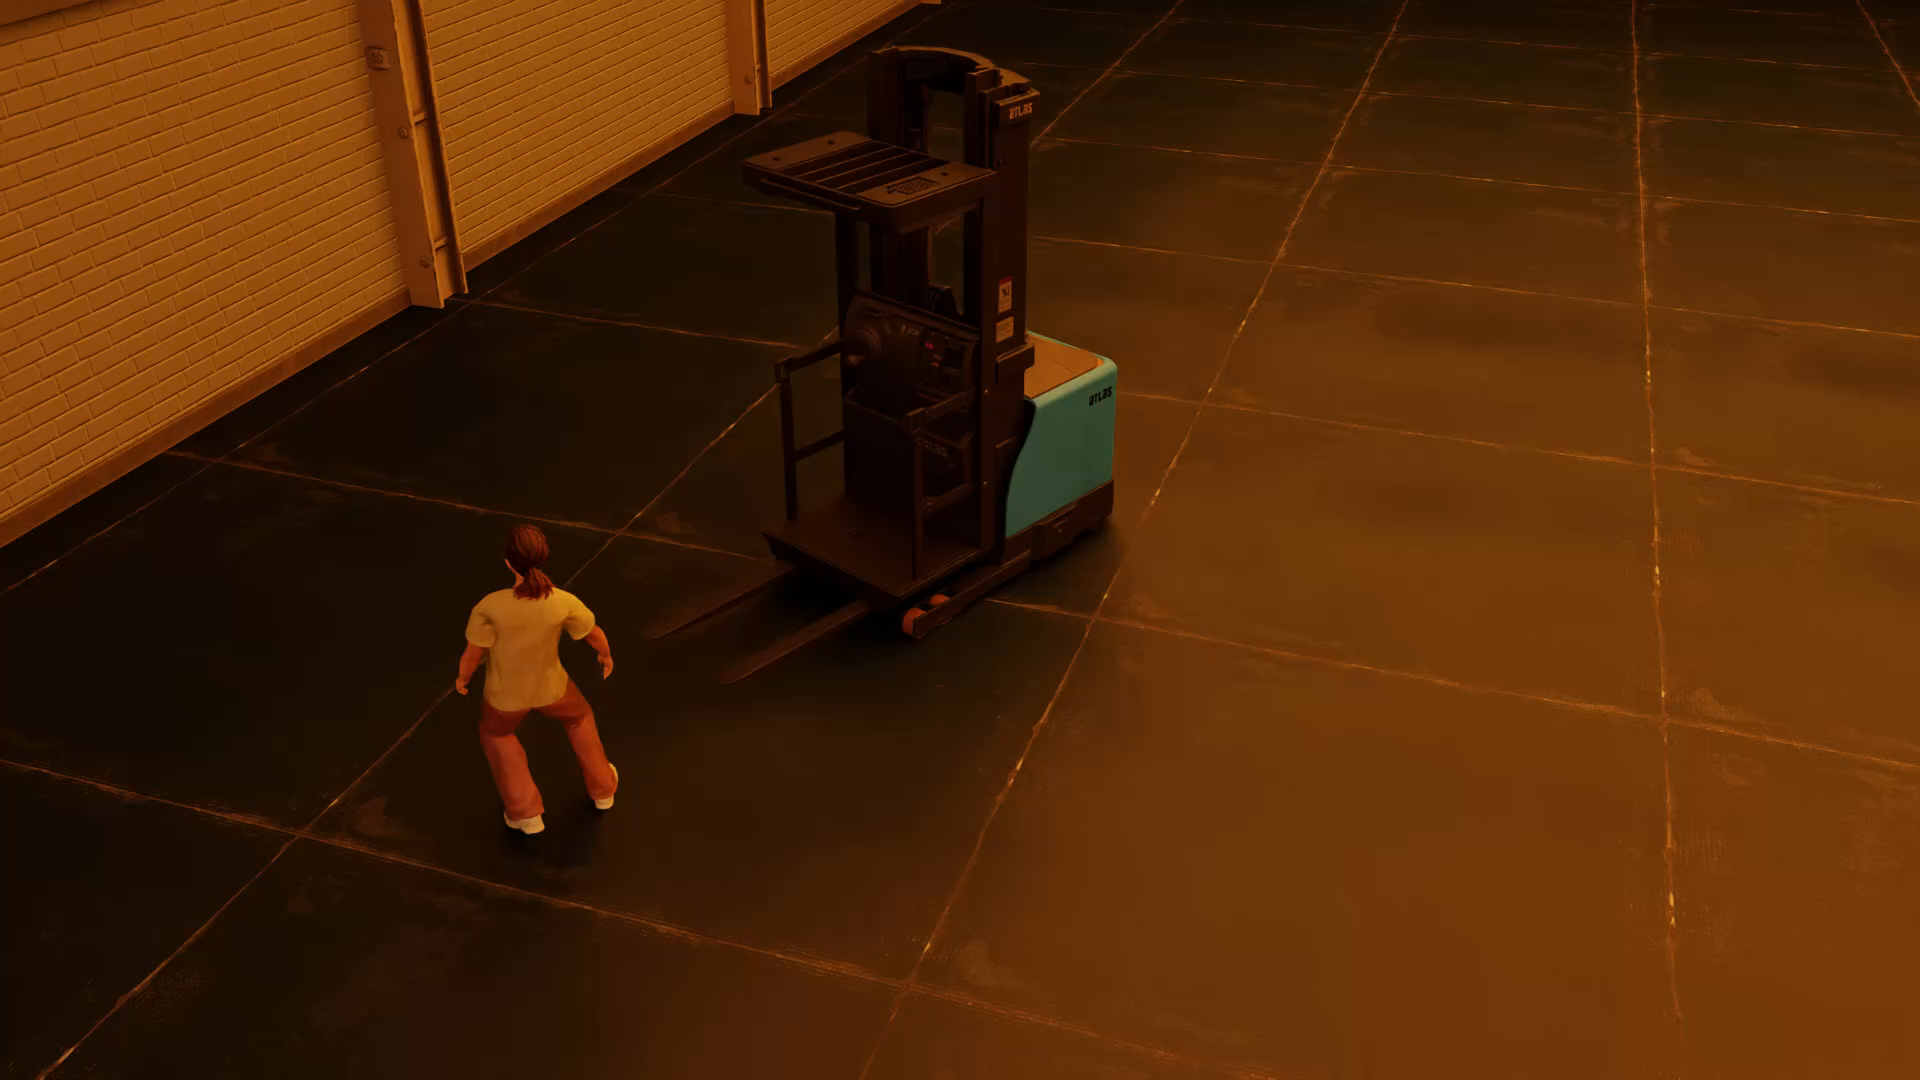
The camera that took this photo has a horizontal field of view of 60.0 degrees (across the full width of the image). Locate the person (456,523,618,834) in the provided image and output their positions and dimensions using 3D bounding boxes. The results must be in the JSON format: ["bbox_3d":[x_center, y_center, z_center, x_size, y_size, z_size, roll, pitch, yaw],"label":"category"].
[{"bbox_3d":[-1.881,0.610,7.415,0.701,1.593,0.524,-12,32,-20],"label":"person"}]

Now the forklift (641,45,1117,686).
[{"bbox_3d":[-0.420,-1.015,8.918,1.130,2.935,3.031,24,38,36],"label":"forklift"}]
